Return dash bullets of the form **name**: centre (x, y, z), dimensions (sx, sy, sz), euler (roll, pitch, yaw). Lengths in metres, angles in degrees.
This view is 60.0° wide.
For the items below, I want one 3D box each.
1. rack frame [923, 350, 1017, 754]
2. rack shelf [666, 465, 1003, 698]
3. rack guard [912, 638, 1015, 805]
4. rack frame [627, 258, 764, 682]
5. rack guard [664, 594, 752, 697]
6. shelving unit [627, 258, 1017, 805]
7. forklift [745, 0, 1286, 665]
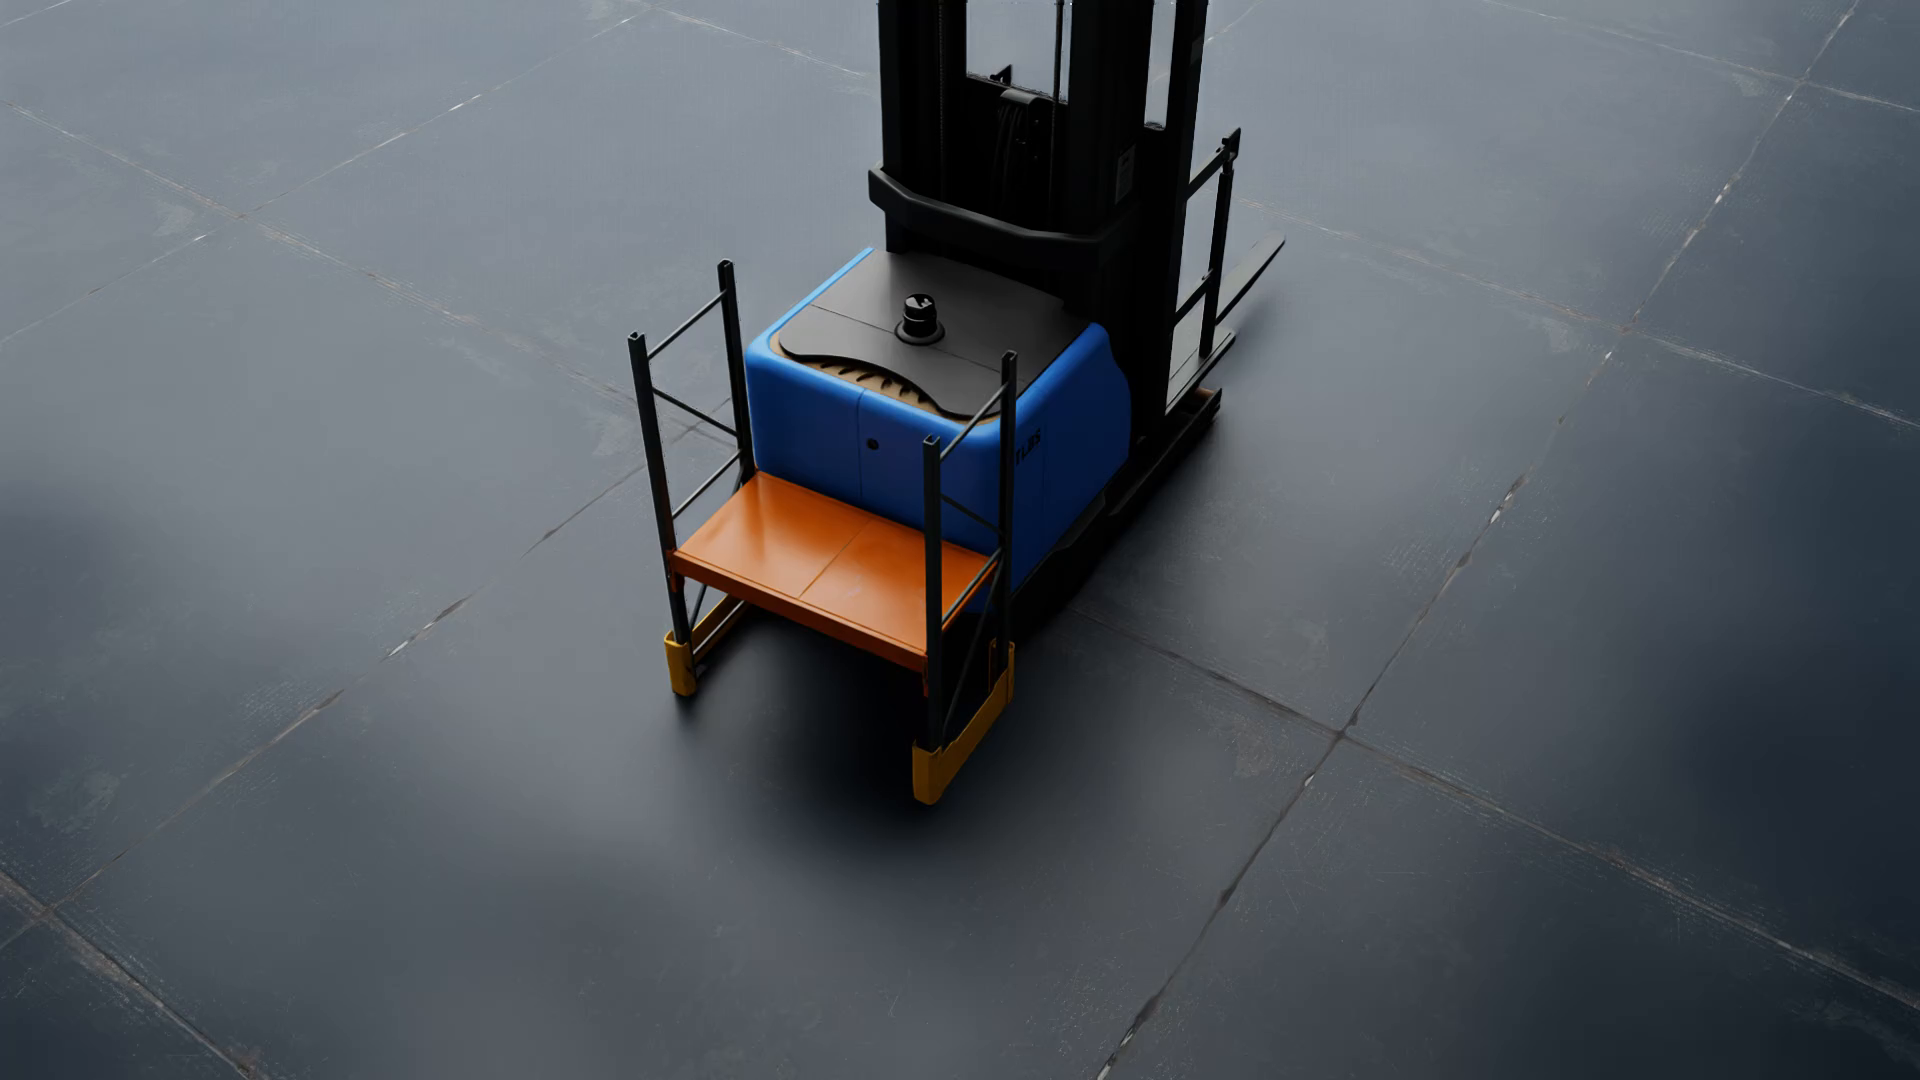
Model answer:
- **rack frame**: centre (0.033, 0.150, 5.221), dimensions (0.032, 1.500, 0.500), euler (21, 46, 21)
- **rack shelf**: centre (-0.410, 0.117, 5.527), dimensions (1.000, 0.185, 0.538), euler (21, 46, 21)
- **rack guard**: centre (0.016, 0.609, 5.645), dimensions (0.087, 0.250, 0.587), euler (21, 46, 21)
- **rack frame**: centre (-0.853, -0.183, 5.593), dimensions (0.032, 1.500, 0.500), euler (21, 46, 21)
- **rack guard**: centre (-0.852, 0.283, 6.009), dimensions (0.087, 0.250, 0.587), euler (21, 46, 21)
- **shelving unit**: centre (-0.418, -0.020, 5.410), dimensions (1.083, 1.500, 0.587), euler (21, 46, 21)
- **forklift**: centre (0.448, -1.611, 6.115), dimensions (1.130, 2.935, 3.031), euler (22, 46, 23)
